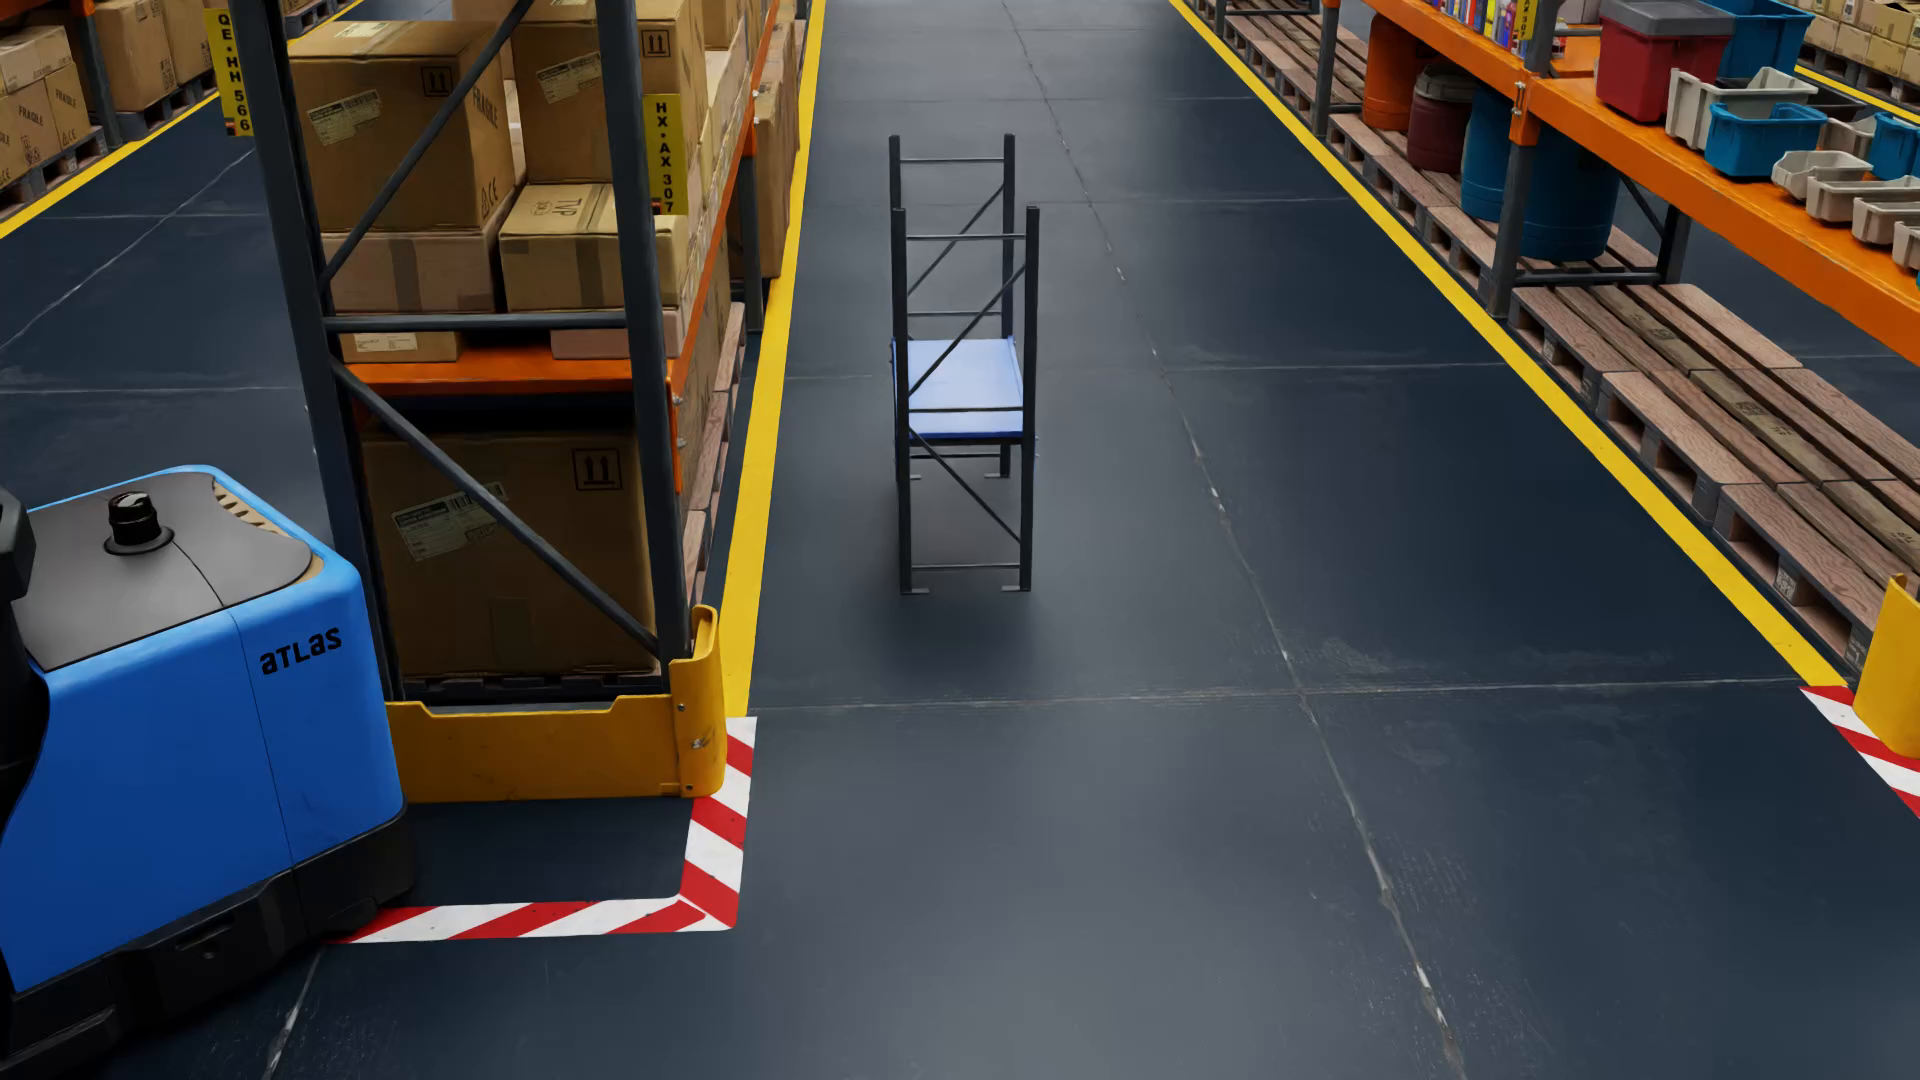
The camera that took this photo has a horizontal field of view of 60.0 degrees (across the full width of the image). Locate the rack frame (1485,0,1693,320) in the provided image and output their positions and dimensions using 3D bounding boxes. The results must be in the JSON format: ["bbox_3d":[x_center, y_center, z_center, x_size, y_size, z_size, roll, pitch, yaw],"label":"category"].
[{"bbox_3d":[3.395,-2.569,8.431,1.000,3.000,0.127,-1,28,-3],"label":"rack frame"}]

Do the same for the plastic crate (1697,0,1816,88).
[{"bbox_3d":[3.760,-2.381,8.024,0.392,0.384,0.575,-1,28,-3],"label":"plastic crate"}]

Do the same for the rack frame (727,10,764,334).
[{"bbox_3d":[-1.552,-2.449,8.202,1.000,3.000,0.127,-1,28,-3],"label":"rack frame"}]

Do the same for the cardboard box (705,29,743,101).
[{"bbox_3d":[-1.237,-2.078,7.331,0.500,0.250,0.500,-1,28,-1],"label":"cardboard box"}]

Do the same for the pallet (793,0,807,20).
[{"bbox_3d":[-2.040,-5.217,16.524,1.003,0.211,1.213,-1,28,-3],"label":"pallet"}]

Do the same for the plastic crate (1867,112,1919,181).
[{"bbox_3d":[3.835,-1.542,6.580,0.416,0.233,0.300,-1,28,-3],"label":"plastic crate"}]

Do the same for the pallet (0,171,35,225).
[{"bbox_3d":[-6.619,-2.064,10.479,1.003,0.211,1.213,-1,28,-3],"label":"pallet"}]

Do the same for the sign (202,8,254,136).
[{"bbox_3d":[-1.885,-1.214,4.325,0.100,0.325,0.005,-1,28,-3],"label":"sign"}]

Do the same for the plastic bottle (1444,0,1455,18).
[{"bbox_3d":[2.987,-3.259,9.889,0.152,0.276,0.135,-1,28,-3],"label":"plastic bottle"}]

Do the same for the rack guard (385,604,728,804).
[{"bbox_3d":[-1.342,0.517,5.217,1.175,0.500,0.348,-1,28,-3],"label":"rack guard"}]

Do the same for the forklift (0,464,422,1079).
[{"bbox_3d":[-2.944,0.045,3.493,3.031,2.935,1.130,-25,36,-39],"label":"forklift"}]

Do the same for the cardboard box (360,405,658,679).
[{"bbox_3d":[-1.456,-0.140,5.618,0.875,0.875,0.875,-1,28,-3],"label":"cardboard box"}]

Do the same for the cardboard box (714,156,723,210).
[{"bbox_3d":[-1.113,-1.373,6.410,0.380,0.149,0.250,-2,28,-4],"label":"cardboard box"}]

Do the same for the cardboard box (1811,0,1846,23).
[{"bbox_3d":[7.778,-4.690,14.411,0.500,0.311,0.500,-1,28,-1],"label":"cardboard box"}]

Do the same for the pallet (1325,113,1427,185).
[{"bbox_3d":[3.268,-2.817,11.922,1.003,0.211,1.213,-1,28,-3],"label":"pallet"}]

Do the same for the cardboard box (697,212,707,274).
[{"bbox_3d":[-1.075,-1.020,5.733,0.380,0.149,0.250,-2,28,-3],"label":"cardboard box"}]

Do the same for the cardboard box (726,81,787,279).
[{"bbox_3d":[-1.605,-1.988,9.162,1.225,0.875,0.875,-1,28,-2],"label":"cardboard box"}]

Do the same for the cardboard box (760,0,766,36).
[{"bbox_3d":[-1.379,-3.175,9.486,0.500,0.500,0.500,-2,28,-4],"label":"cardboard box"}]

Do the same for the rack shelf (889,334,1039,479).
[{"bbox_3d":[-0.004,-0.545,6.562,0.538,0.185,1.000,-1,28,-3],"label":"rack shelf"}]

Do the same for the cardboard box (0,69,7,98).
[{"bbox_3d":[-6.373,-2.856,10.420,0.500,0.250,0.500,-1,28,-1],"label":"cardboard box"}]

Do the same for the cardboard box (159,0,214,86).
[{"bbox_3d":[-6.710,-4.099,13.344,1.050,0.750,0.750,-1,28,-2],"label":"cardboard box"}]

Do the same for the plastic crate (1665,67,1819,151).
[{"bbox_3d":[3.290,-1.833,7.084,0.437,0.282,0.530,-1,28,-3],"label":"plastic crate"}]

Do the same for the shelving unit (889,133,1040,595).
[{"bbox_3d":[-0.004,-0.704,6.479,0.538,1.500,1.048,-1,28,-3],"label":"shelving unit"}]

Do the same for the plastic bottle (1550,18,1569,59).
[{"bbox_3d":[3.175,-2.666,8.834,0.097,0.201,0.097,0,28,0],"label":"plastic bottle"}]

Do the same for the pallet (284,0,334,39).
[{"bbox_3d":[-6.889,-5.187,16.467,1.003,0.211,1.213,-1,28,-3],"label":"pallet"}]

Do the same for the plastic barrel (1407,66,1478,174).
[{"bbox_3d":[3.287,-2.786,11.001,0.600,0.588,0.708,-1,28,-3],"label":"plastic barrel"}]

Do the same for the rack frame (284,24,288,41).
[{"bbox_3d":[-6.928,-6.071,15.146,1.000,3.000,0.127,-1,28,-3],"label":"rack frame"}]

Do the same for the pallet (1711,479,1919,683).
[{"bbox_3d":[3.599,0.133,6.267,1.003,0.211,1.213,-1,28,-3],"label":"pallet"}]

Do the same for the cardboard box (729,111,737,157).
[{"bbox_3d":[-1.154,-1.730,7.094,0.380,0.149,0.250,-1,28,-2],"label":"cardboard box"}]

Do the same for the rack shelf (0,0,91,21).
[{"bbox_3d":[-6.615,-2.981,9.999,1.077,0.370,4.000,-1,28,-3],"label":"rack shelf"}]

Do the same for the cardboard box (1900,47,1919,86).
[{"bbox_3d":[7.861,-3.738,13.193,0.500,0.250,0.500,-1,28,-1],"label":"cardboard box"}]

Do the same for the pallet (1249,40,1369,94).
[{"bbox_3d":[3.123,-4.100,14.383,1.003,0.211,1.213,-1,28,-3],"label":"pallet"}]

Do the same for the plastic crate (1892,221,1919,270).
[{"bbox_3d":[3.380,-1.003,5.650,0.396,0.136,0.243,-1,28,-3],"label":"plastic crate"}]

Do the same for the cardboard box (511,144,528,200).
[{"bbox_3d":[-1.659,-1.119,5.492,0.500,0.250,0.500,-2,28,-4],"label":"cardboard box"}]

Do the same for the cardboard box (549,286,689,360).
[{"bbox_3d":[-1.032,-0.662,5.048,0.380,0.149,0.250,-1,28,-2],"label":"cardboard box"}]

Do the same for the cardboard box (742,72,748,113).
[{"bbox_3d":[-1.195,-2.086,7.777,0.380,0.149,0.250,-1,28,-2],"label":"cardboard box"}]

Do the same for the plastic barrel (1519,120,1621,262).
[{"bbox_3d":[3.383,-2.076,9.302,0.600,0.901,0.708,-1,28,-3],"label":"plastic barrel"}]

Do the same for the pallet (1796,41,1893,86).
[{"bbox_3d":[8.068,-4.241,14.652,1.003,0.211,1.213,-1,28,-3],"label":"pallet"}]

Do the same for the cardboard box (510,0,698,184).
[{"bbox_3d":[-1.124,-1.459,5.333,0.500,0.500,0.500,-2,28,-4],"label":"cardboard box"}]

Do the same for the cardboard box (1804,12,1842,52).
[{"bbox_3d":[7.778,-4.446,14.549,0.500,0.250,0.500,-1,28,-2],"label":"cardboard box"}]

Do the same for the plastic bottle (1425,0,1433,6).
[{"bbox_3d":[2.962,-3.472,10.217,0.144,0.351,0.185,-1,28,-3],"label":"plastic bottle"}]

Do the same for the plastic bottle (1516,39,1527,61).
[{"bbox_3d":[3.051,-2.688,8.794,0.152,0.276,0.135,-1,28,-3],"label":"plastic bottle"}]

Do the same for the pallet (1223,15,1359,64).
[{"bbox_3d":[3.057,-4.665,15.466,1.003,0.211,1.213,-1,28,-3],"label":"pallet"}]

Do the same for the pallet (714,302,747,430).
[{"bbox_3d":[-1.590,-0.860,8.170,1.003,0.211,1.213,-1,28,-3],"label":"pallet"}]

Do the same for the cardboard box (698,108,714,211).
[{"bbox_3d":[-1.155,-1.368,5.969,0.500,0.250,0.500,-2,28,-4],"label":"cardboard box"}]

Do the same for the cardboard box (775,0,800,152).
[{"bbox_3d":[-1.745,-3.221,11.526,1.225,0.875,0.875,-3,28,-5],"label":"cardboard box"}]

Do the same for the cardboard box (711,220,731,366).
[{"bbox_3d":[-1.597,-1.387,8.008,0.875,0.875,0.875,-1,28,-3],"label":"cardboard box"}]

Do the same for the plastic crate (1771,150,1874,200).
[{"bbox_3d":[3.306,-1.402,6.415,0.298,0.136,0.250,-1,28,-3],"label":"plastic crate"}]

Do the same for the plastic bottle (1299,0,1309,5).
[{"bbox_3d":[3.398,-5.406,16.347,0.097,0.271,0.097,0,28,0],"label":"plastic bottle"}]

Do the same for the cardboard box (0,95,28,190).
[{"bbox_3d":[-6.356,-2.520,10.587,0.500,0.500,0.500,-3,28,-5],"label":"cardboard box"}]

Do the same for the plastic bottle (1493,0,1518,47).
[{"bbox_3d":[3.032,-2.857,9.118,0.152,0.276,0.135,-1,28,-3],"label":"plastic bottle"}]

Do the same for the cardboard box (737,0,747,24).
[{"bbox_3d":[-1.261,-2.641,7.600,0.500,0.500,0.500,-1,28,-1],"label":"cardboard box"}]

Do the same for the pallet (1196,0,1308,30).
[{"bbox_3d":[2.983,-5.338,16.756,1.003,0.211,1.213,-1,28,-3],"label":"pallet"}]

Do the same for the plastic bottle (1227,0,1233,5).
[{"bbox_3d":[2.647,-5.378,16.367,0.097,0.201,0.097,0,28,0],"label":"plastic bottle"}]

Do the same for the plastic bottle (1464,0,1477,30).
[{"bbox_3d":[3.006,-3.090,9.564,0.152,0.276,0.135,-1,28,-3],"label":"plastic bottle"}]

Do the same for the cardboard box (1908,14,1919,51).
[{"bbox_3d":[7.859,-3.986,13.061,0.500,0.311,0.500,-1,28,-1],"label":"cardboard box"}]

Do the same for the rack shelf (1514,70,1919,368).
[{"bbox_3d":[3.499,-1.326,6.827,1.077,0.370,4.000,-1,28,-3],"label":"rack shelf"}]
